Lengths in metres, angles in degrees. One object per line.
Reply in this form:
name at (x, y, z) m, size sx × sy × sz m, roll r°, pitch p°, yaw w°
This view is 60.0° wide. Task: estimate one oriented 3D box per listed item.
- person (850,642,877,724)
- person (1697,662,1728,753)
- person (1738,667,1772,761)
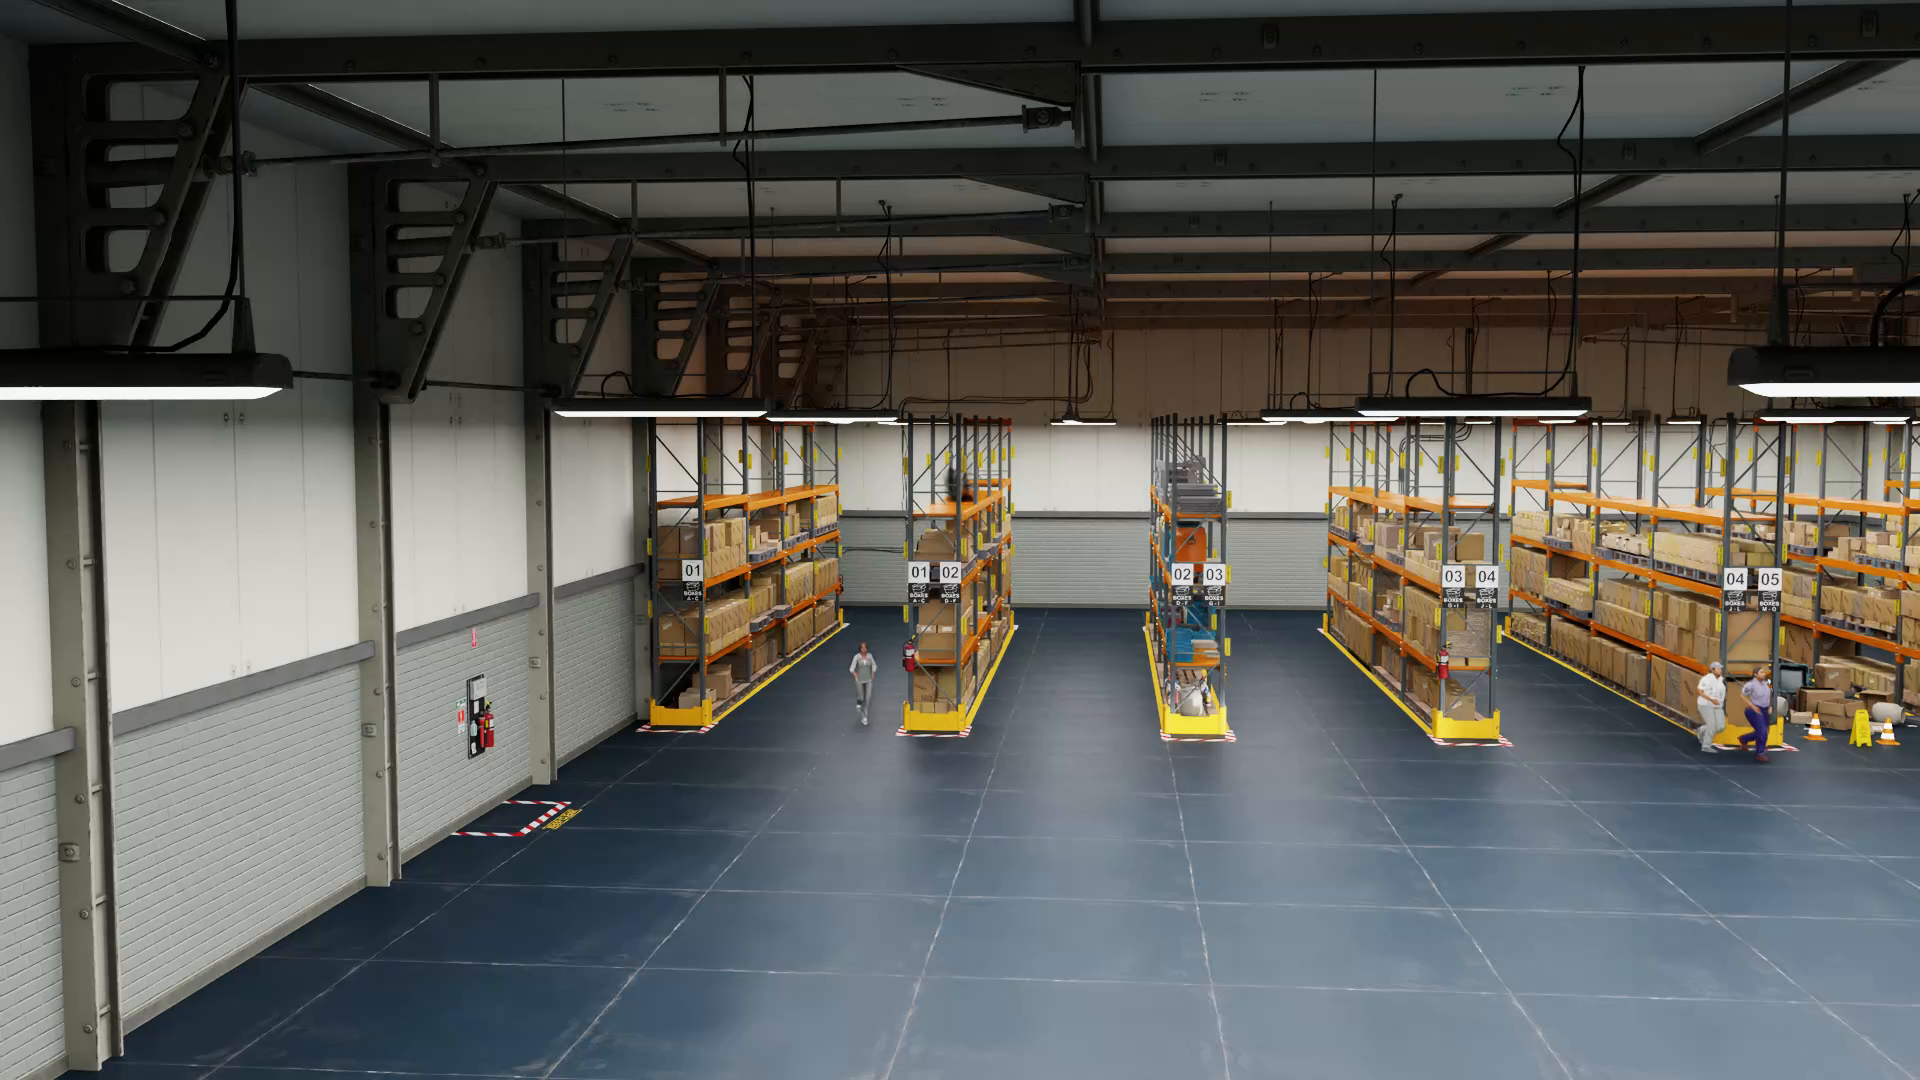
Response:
person at (-1.879, 2.771, 32.435) m, size 0.536 × 1.575 × 0.664 m, roll -1°, pitch 4°, yaw -12°
person at (13.330, 2.955, 29.485) m, size 0.633 × 1.616 × 0.602 m, roll -2°, pitch 4°, yaw -23°
person at (13.731, 2.979, 28.749) m, size 0.622 × 1.606 × 0.702 m, roll -2°, pitch 4°, yaw -29°
